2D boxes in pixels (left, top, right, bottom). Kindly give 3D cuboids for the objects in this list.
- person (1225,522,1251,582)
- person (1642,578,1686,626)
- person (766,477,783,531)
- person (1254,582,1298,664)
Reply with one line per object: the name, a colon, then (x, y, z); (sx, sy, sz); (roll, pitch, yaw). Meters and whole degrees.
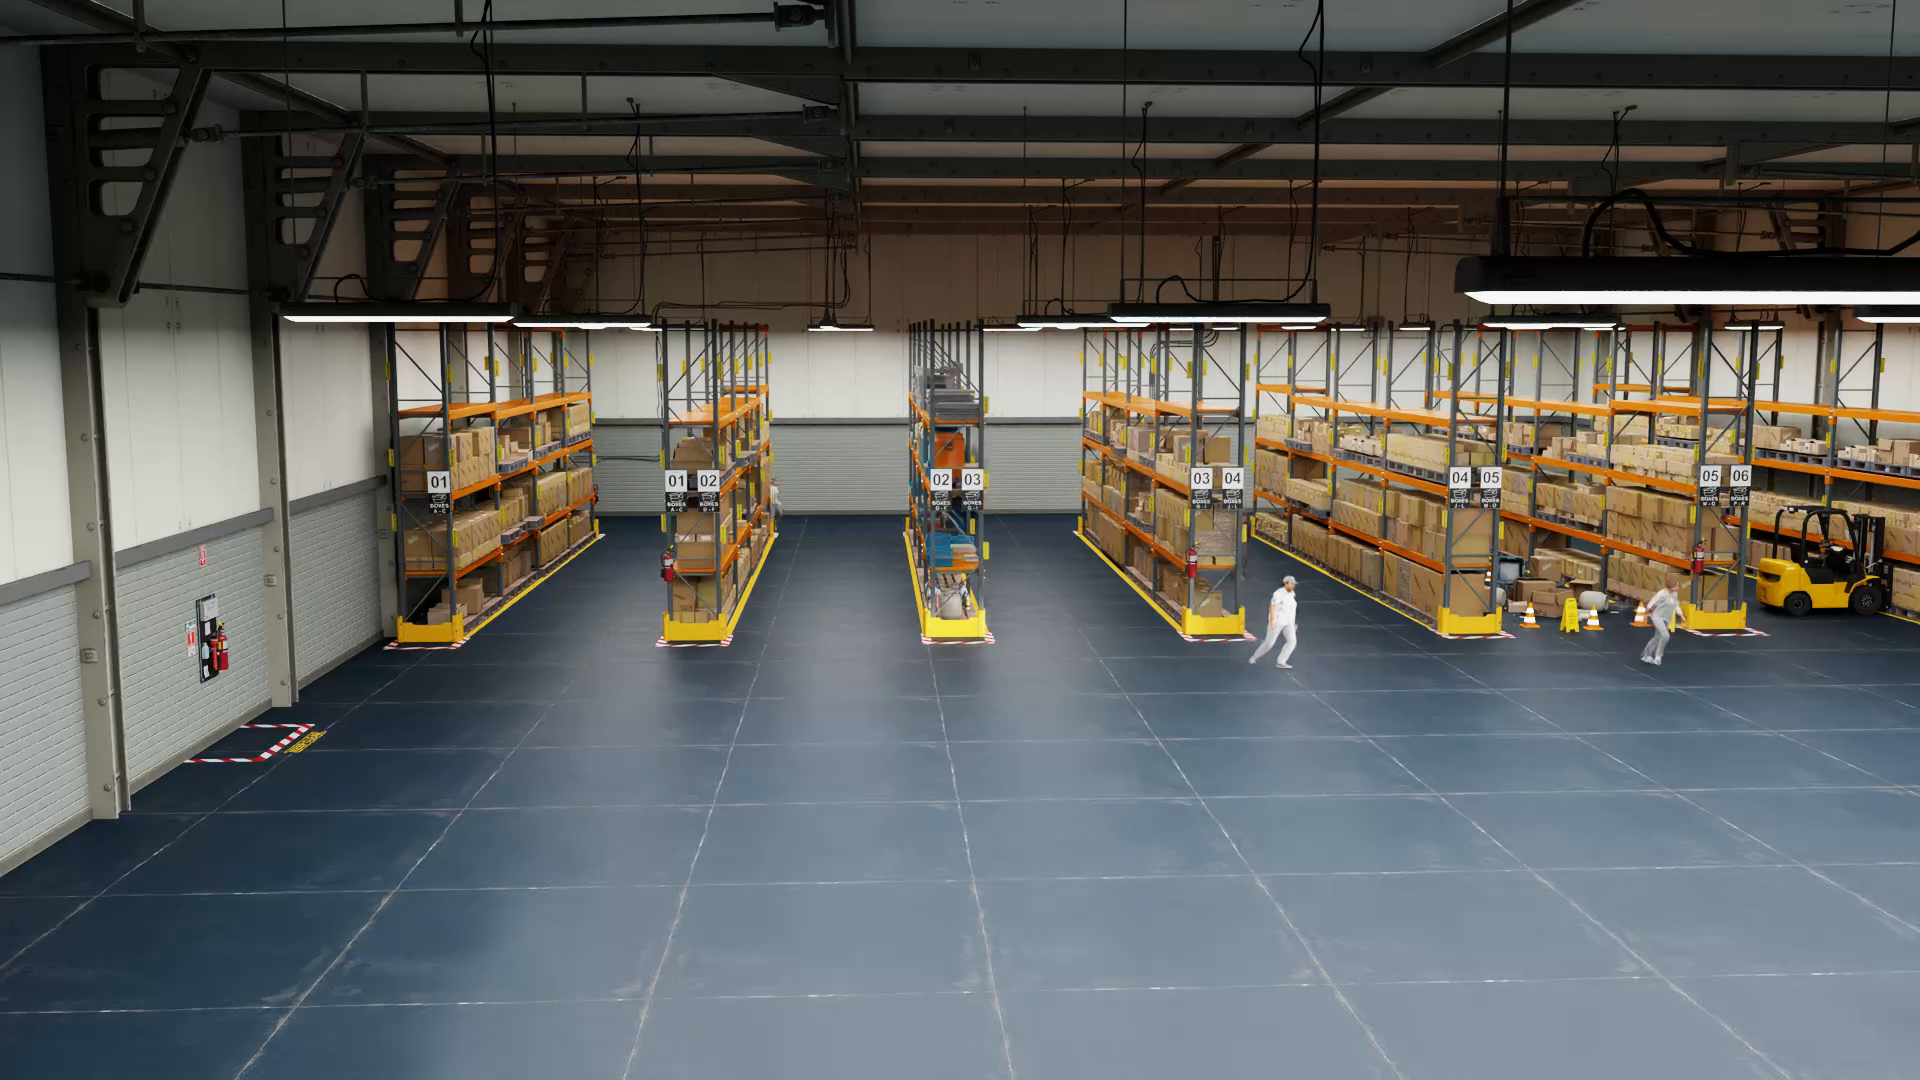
person: (6.484, 0.235, 38.995); (0.559, 1.446, 0.961); (-3, 8, -24)
person: (12.209, 1.049, 28.705); (0.503, 0.815, 0.602); (-4, 8, -27)
person: (-5.437, -1.039, 48.224); (0.617, 1.623, 0.620); (1, 7, 9)
person: (5.485, 1.372, 28.653); (0.620, 1.511, 0.641); (-4, 8, -28)
